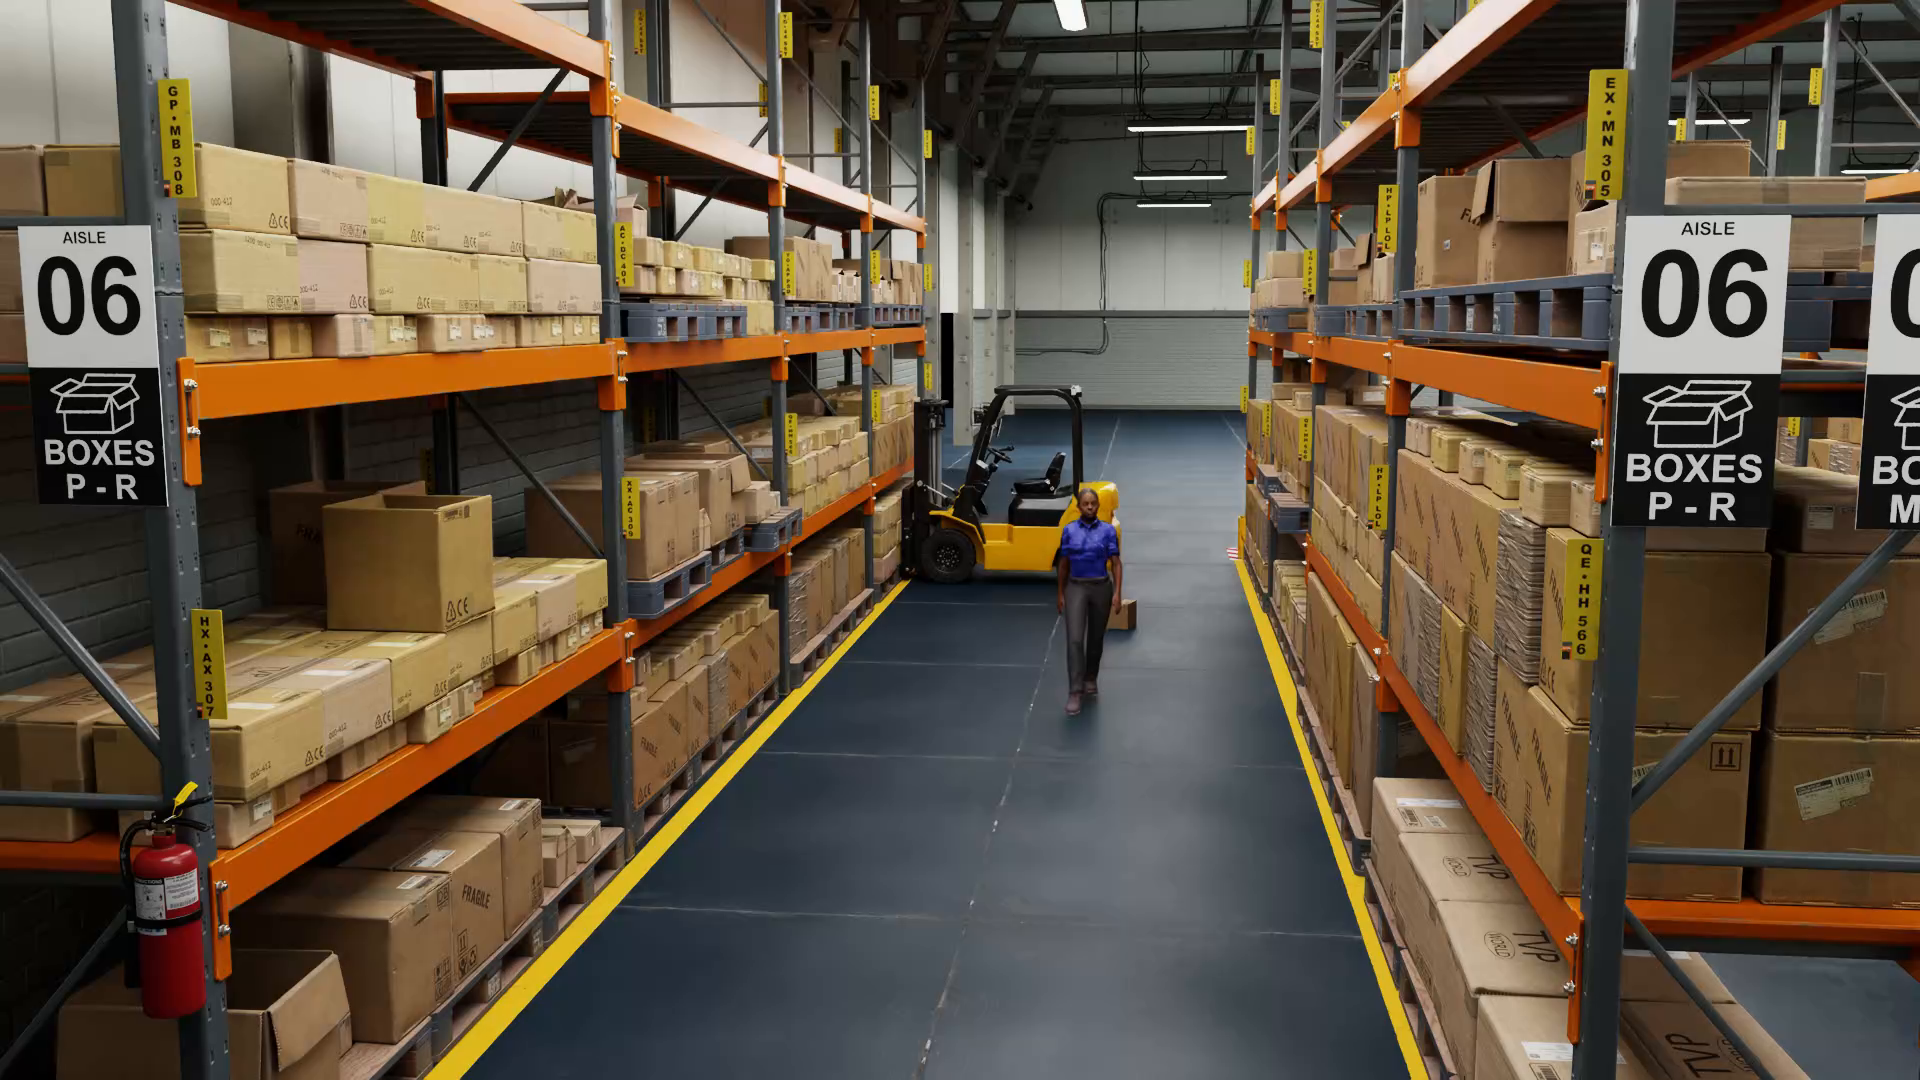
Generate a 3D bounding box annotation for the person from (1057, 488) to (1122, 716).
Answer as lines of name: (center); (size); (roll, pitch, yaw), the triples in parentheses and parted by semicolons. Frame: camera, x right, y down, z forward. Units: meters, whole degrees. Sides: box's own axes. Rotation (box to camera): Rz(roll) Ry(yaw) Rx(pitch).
person: (0.984, 0.431, 12.592); (0.484, 1.635, 0.875); (0, 8, 1)
